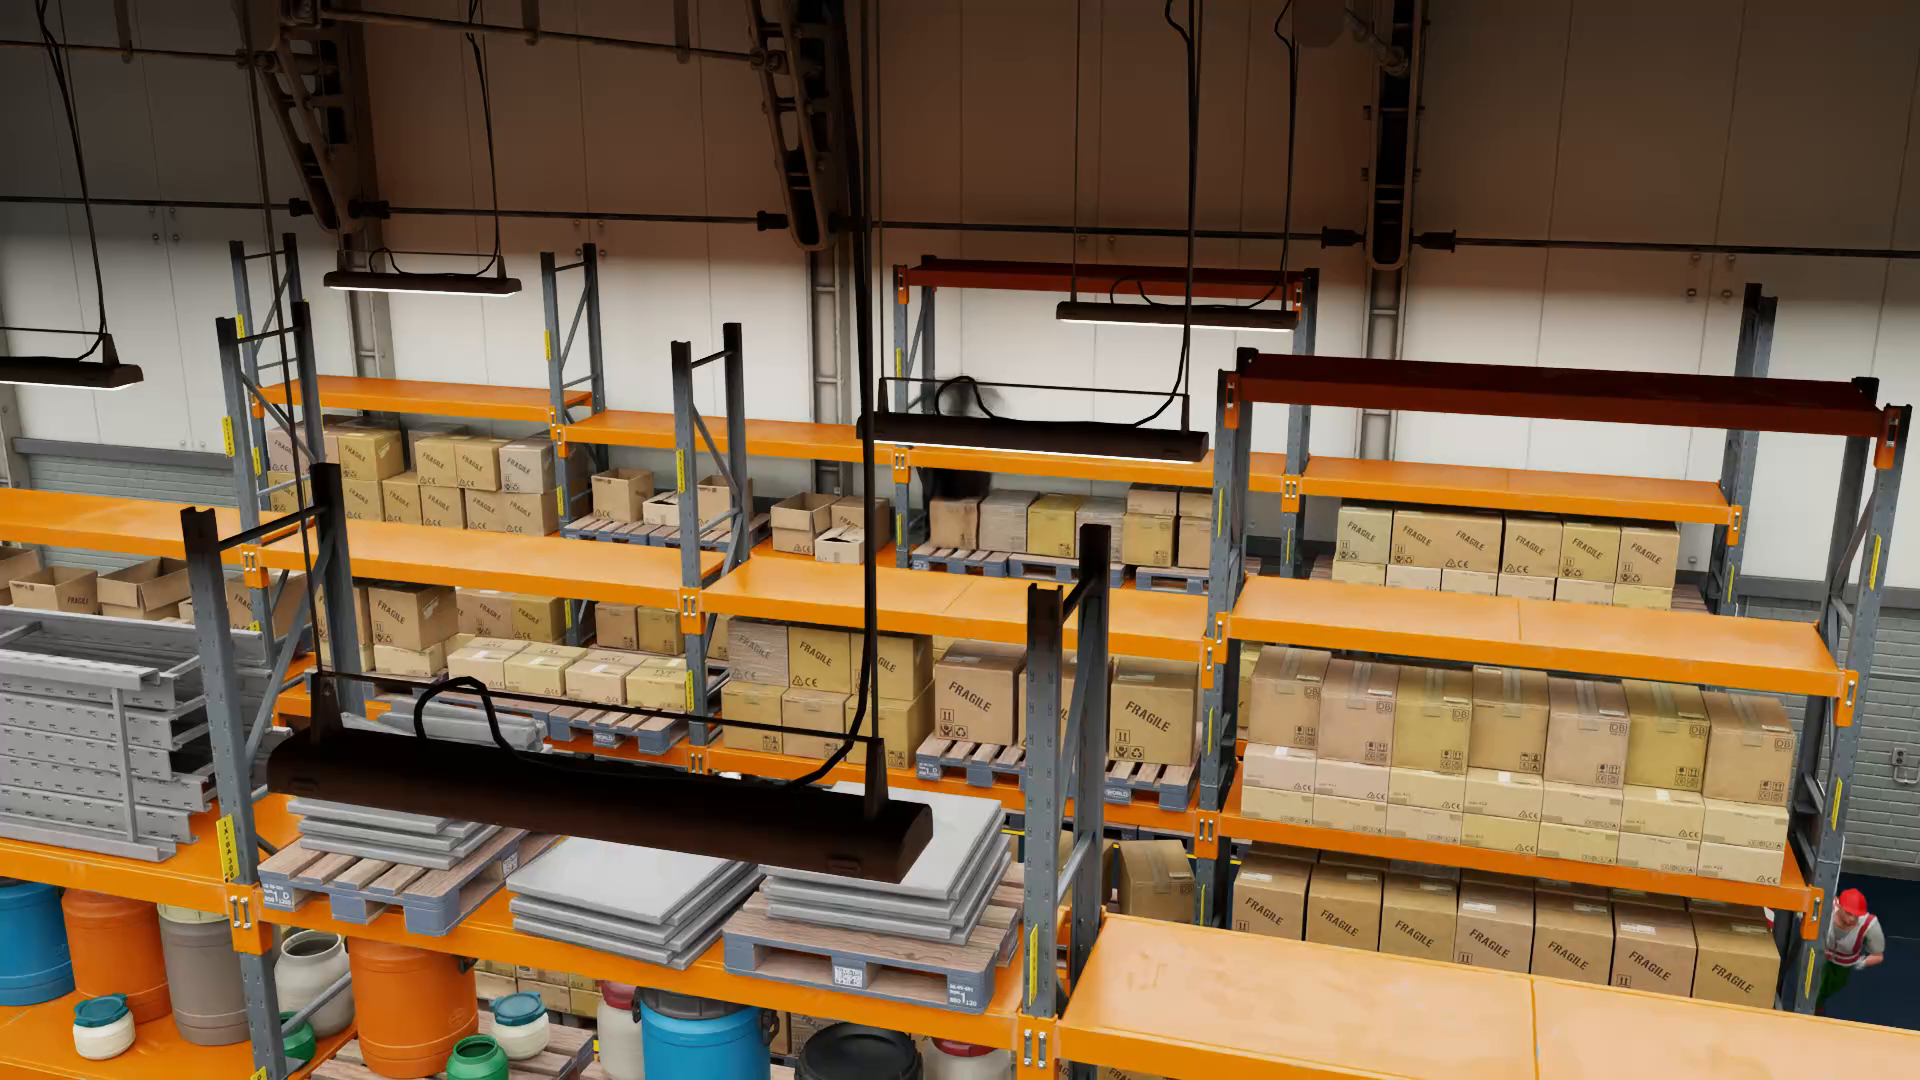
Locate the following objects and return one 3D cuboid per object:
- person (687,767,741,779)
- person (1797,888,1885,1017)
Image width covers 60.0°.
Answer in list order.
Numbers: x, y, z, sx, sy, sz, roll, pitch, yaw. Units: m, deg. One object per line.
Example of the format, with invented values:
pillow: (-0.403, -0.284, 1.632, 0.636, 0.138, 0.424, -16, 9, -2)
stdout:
person: (-2.083, 2.875, 15.866, 1.122, 1.623, 0.690, 8, 18, 26)
person: (7.259, 3.472, 13.791, 0.640, 1.560, 1.104, 7, 18, 24)
